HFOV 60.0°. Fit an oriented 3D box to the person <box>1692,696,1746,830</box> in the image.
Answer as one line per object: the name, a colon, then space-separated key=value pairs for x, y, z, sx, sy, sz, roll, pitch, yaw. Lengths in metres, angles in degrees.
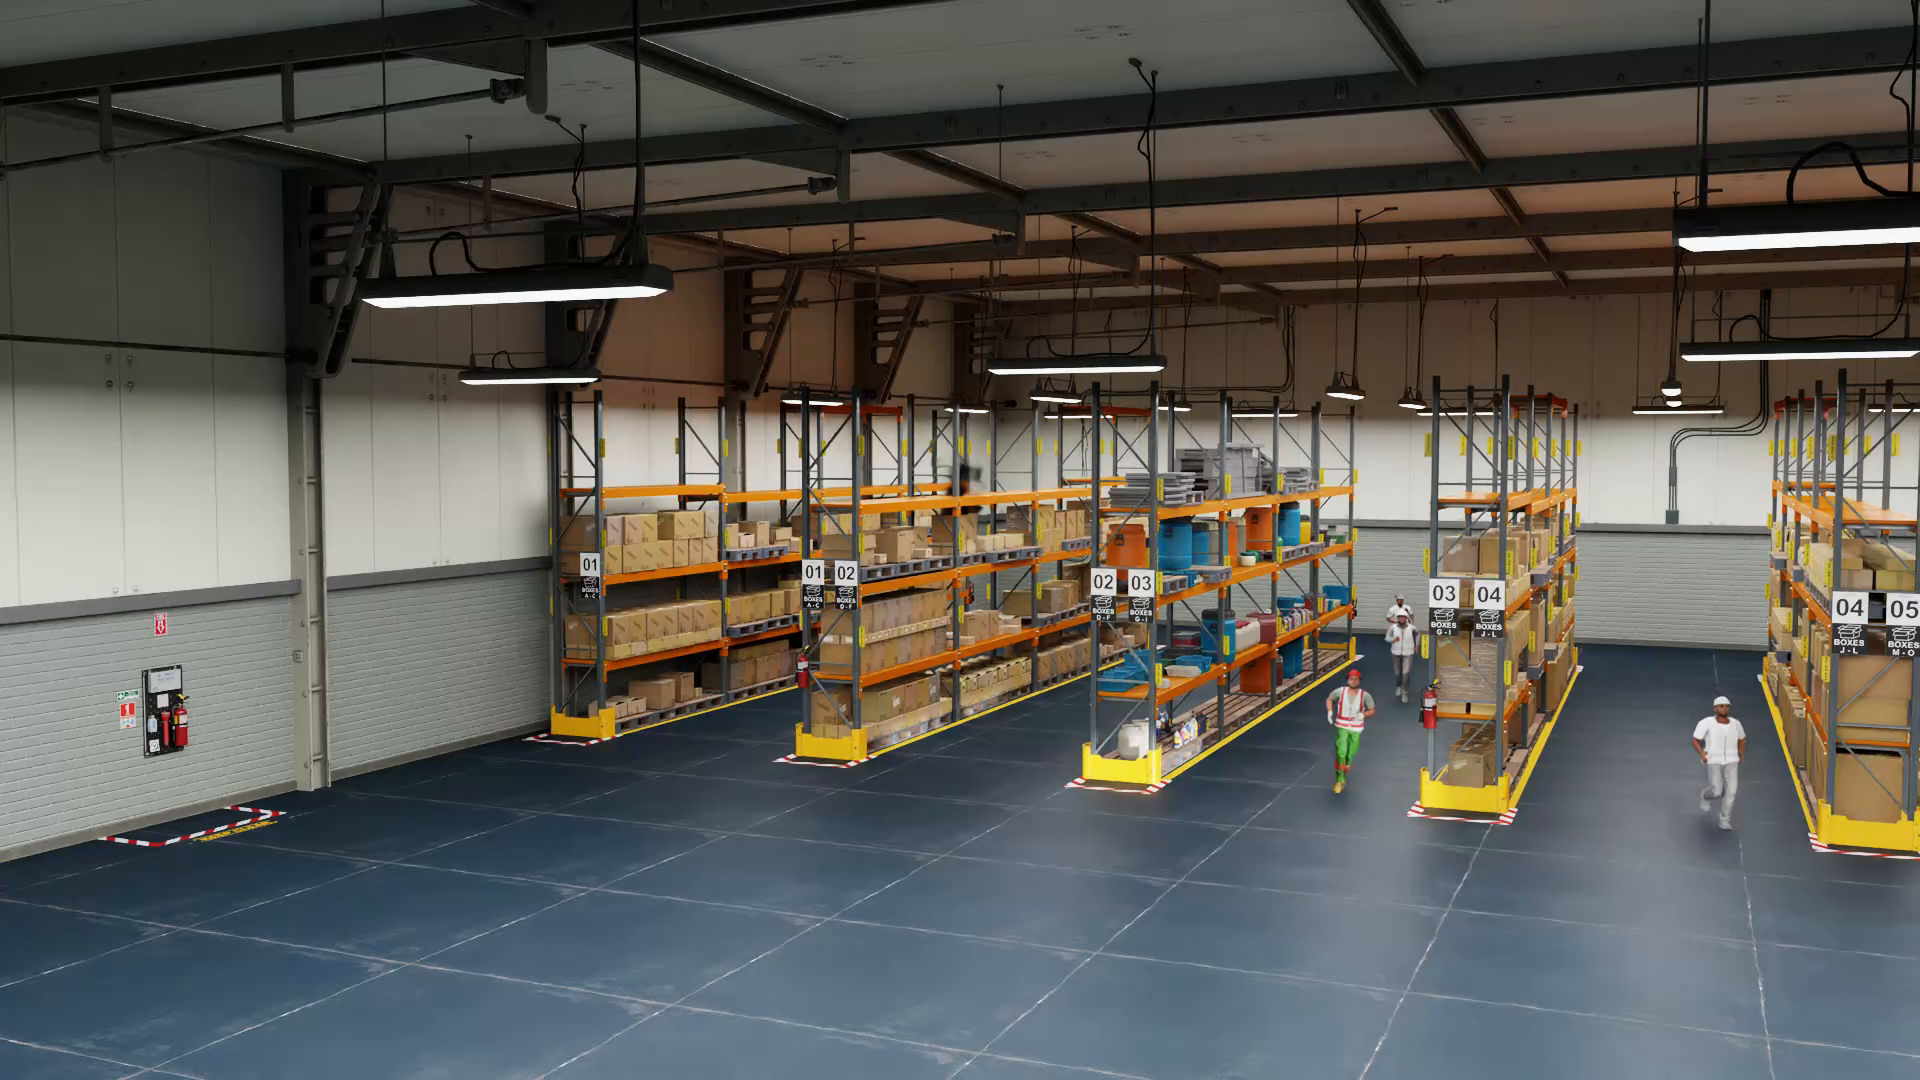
person: x=10.063 y=2.926 z=21.967 sx=0.694 sy=1.715 sz=0.728 roll=0 pitch=3 yaw=6

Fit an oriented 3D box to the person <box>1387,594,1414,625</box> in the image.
person: x=9.972 y=2.087 z=37.677 sx=0.611 sy=1.770 sz=0.742 roll=1 pitch=3 yaw=12

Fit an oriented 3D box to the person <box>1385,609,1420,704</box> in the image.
person: x=8.761 y=2.284 z=32.969 sx=0.657 sy=1.828 sz=0.829 roll=1 pitch=3 yaw=20

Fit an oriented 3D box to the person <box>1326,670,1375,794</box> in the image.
person: x=5.686 y=2.783 z=24.212 sx=0.684 sy=1.811 sz=0.673 roll=1 pitch=3 yaw=9
